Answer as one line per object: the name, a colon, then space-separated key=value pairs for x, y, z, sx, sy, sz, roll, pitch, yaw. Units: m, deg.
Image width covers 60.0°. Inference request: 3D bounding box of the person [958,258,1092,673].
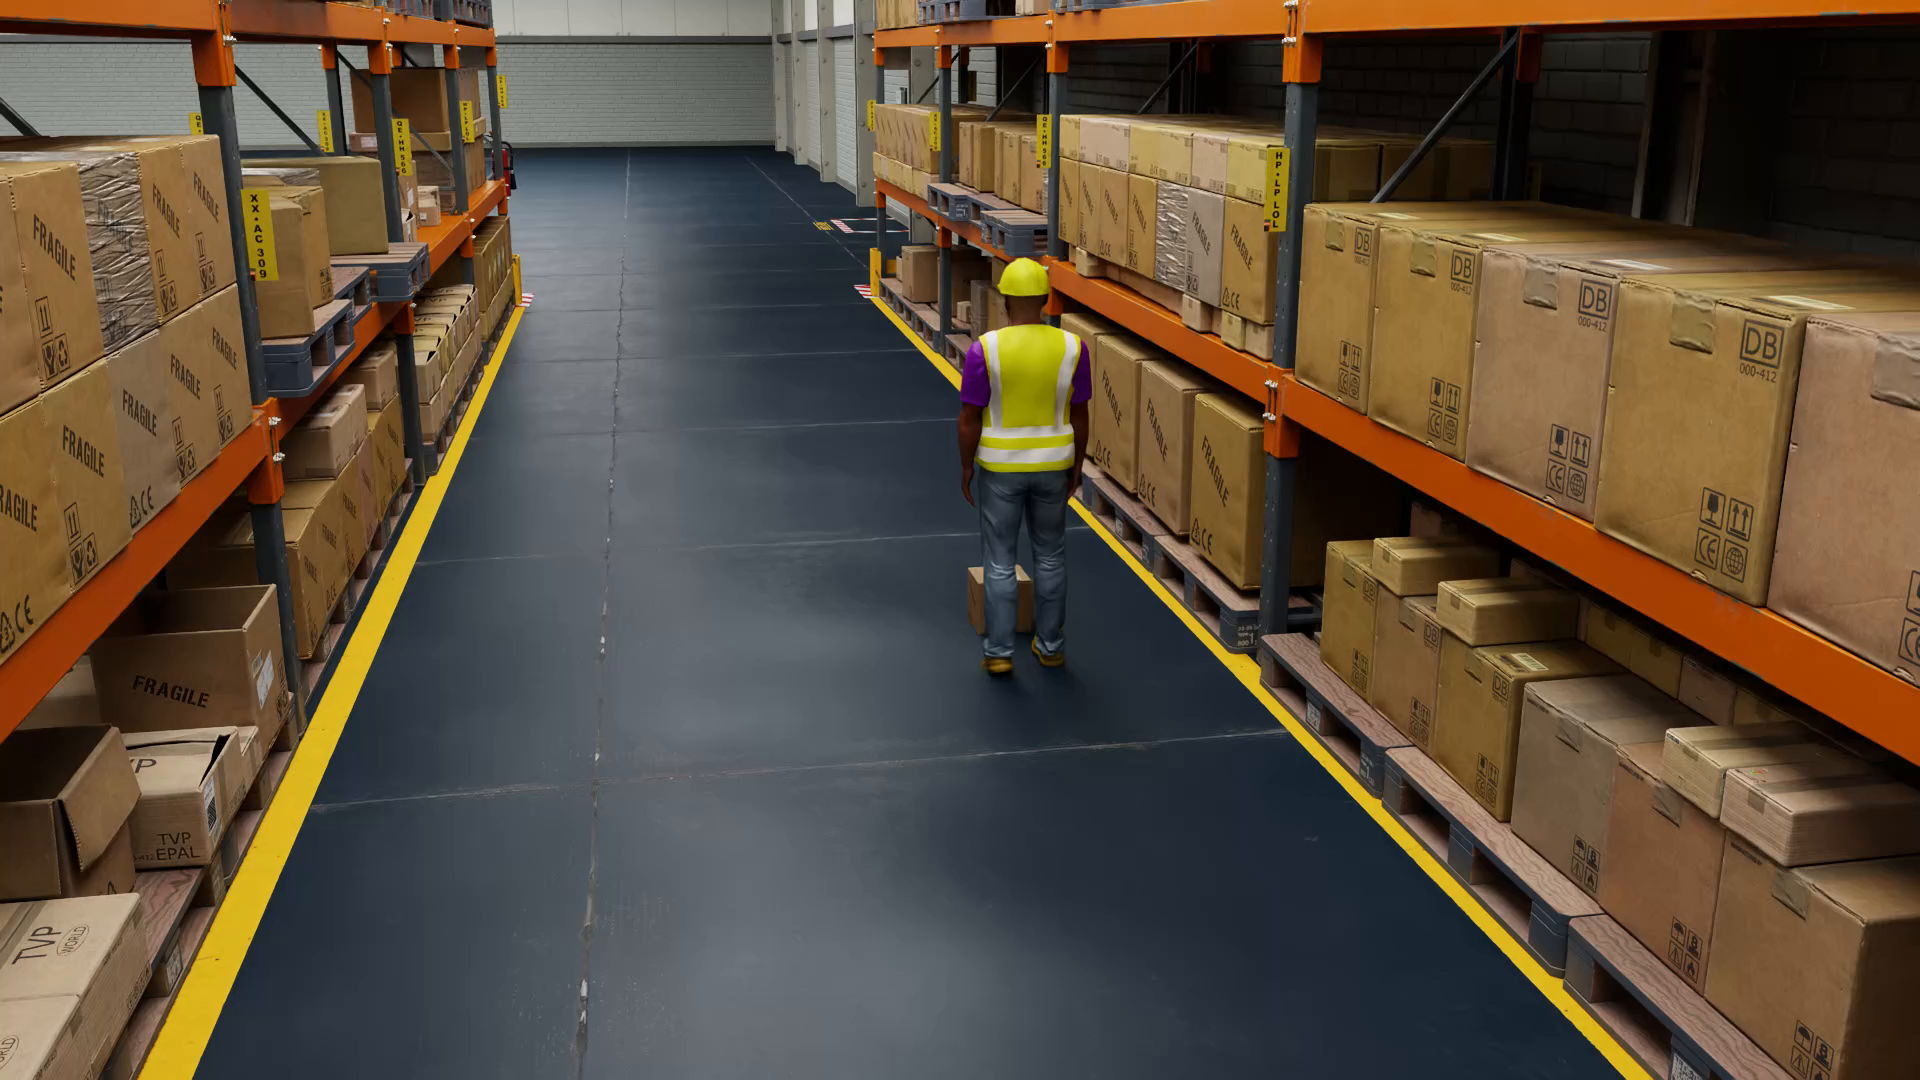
person: x=0.263 y=-0.290 z=7.082 sx=0.563 sy=1.811 sz=0.378 roll=-3 pitch=16 yaw=-9
